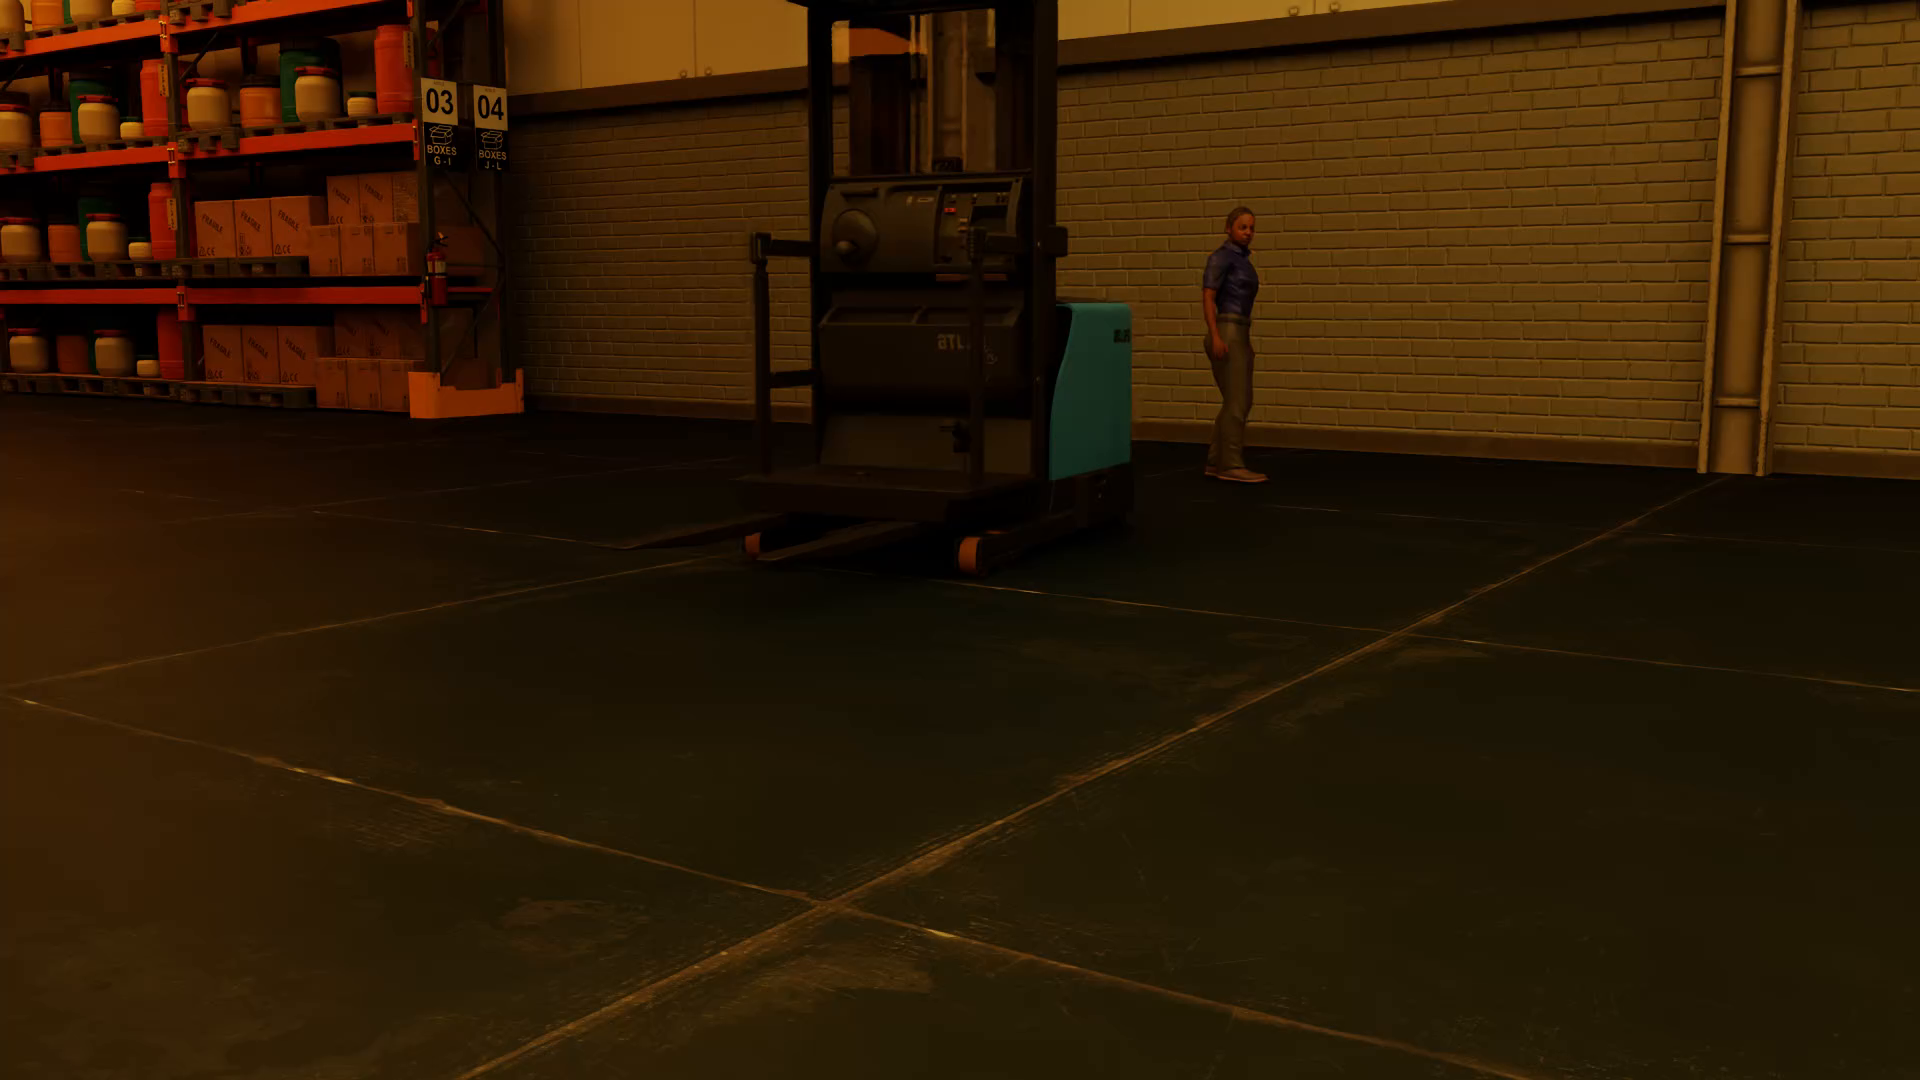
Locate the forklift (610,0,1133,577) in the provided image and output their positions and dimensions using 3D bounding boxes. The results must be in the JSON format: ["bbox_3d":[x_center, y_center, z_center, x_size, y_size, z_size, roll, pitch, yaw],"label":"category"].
[{"bbox_3d":[-0.262,-1.373,6.848,1.130,2.935,3.031,4,9,26],"label":"forklift"}]

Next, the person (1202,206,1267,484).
[{"bbox_3d":[1.697,-1.186,10.090,0.430,1.653,0.623,3,9,22],"label":"person"}]
